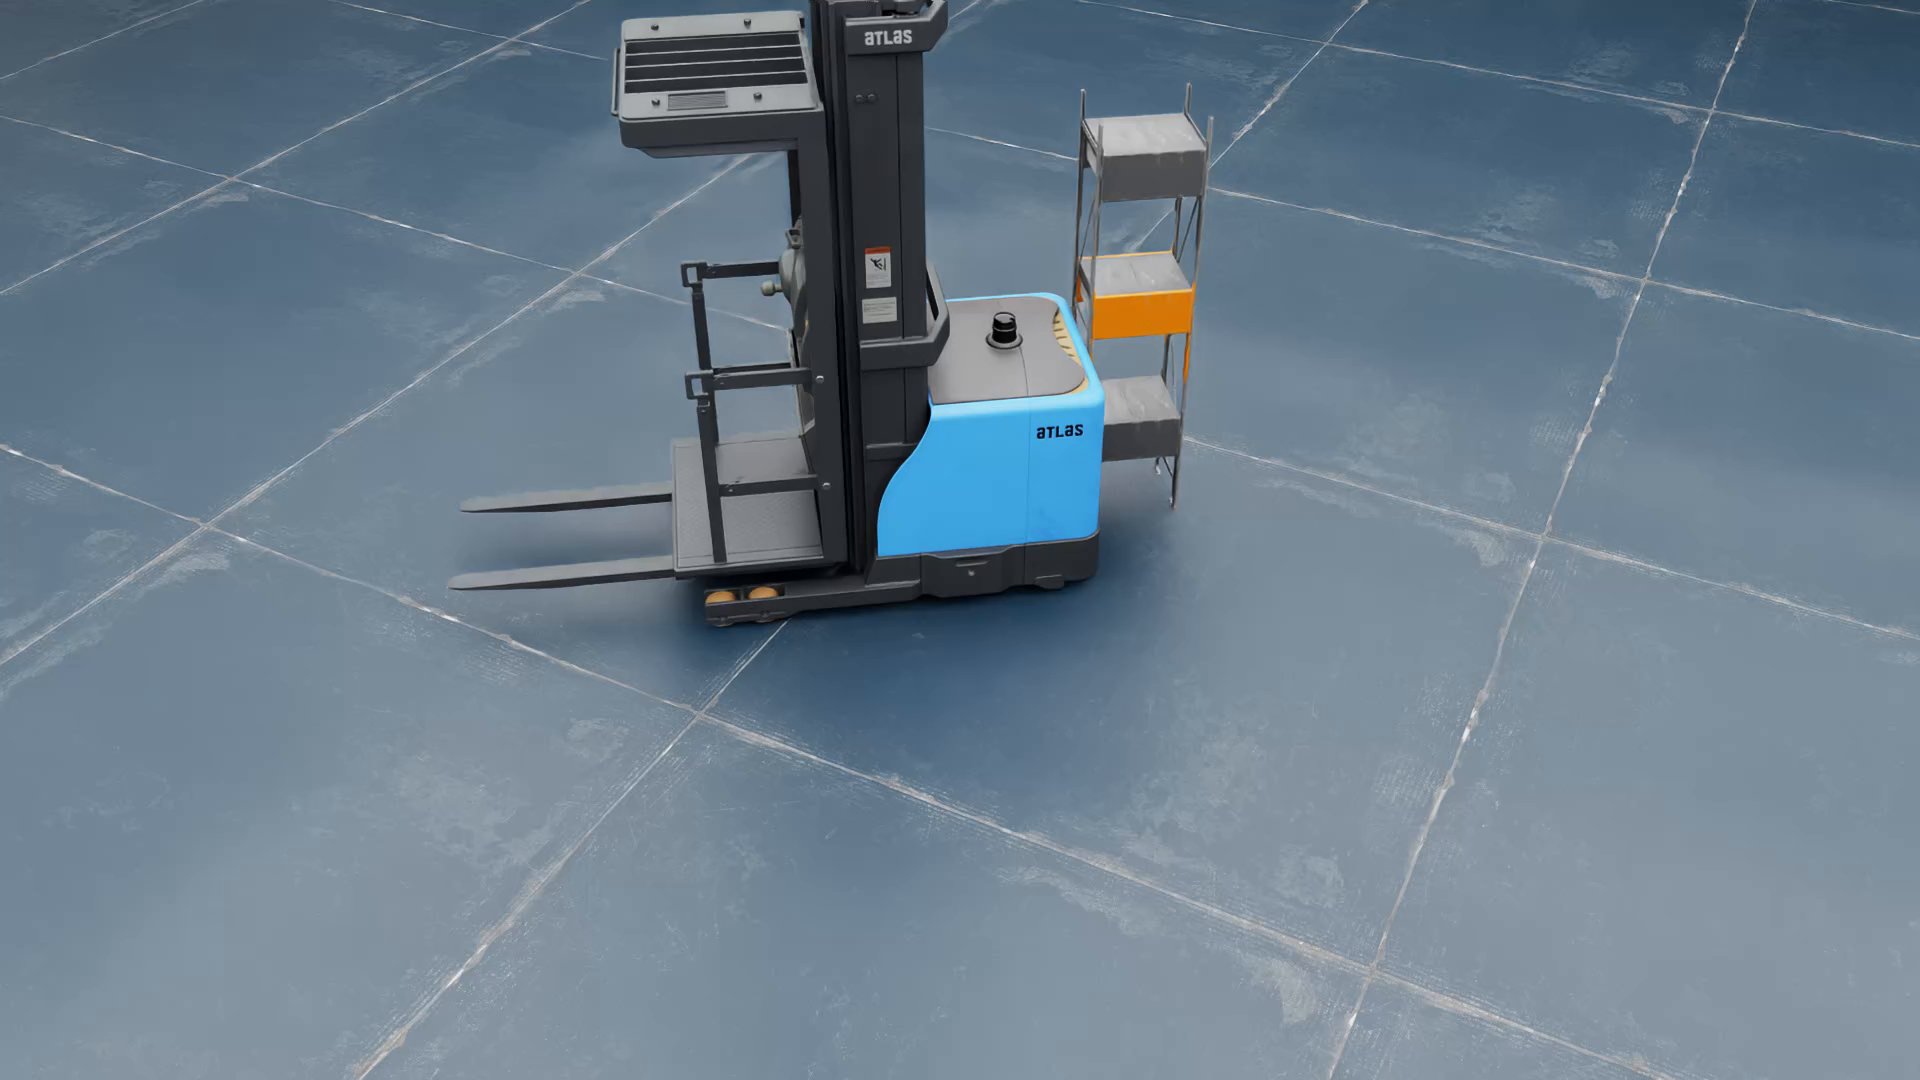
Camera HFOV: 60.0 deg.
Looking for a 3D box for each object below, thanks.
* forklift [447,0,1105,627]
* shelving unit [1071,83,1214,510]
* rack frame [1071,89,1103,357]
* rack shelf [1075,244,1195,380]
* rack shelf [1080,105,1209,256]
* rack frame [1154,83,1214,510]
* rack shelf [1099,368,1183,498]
[{"bbox_3d":[-0.901,-1.108,7.305,3.031,2.935,1.130,-5,38,-7],"label":"forklift"},{"bbox_3d":[0.822,-1.088,7.966,0.503,2.100,0.431,-5,38,-7],"label":"shelving unit"},{"bbox_3d":[0.580,-1.066,7.937,0.015,2.100,0.400,-5,38,-7],"label":"rack frame"},{"bbox_3d":[0.822,-1.077,7.974,0.480,0.518,0.431,-5,38,-7],"label":"rack shelf"},{"bbox_3d":[0.821,-1.634,7.551,0.480,0.518,0.431,-5,38,-7],"label":"rack shelf"},{"bbox_3d":[1.063,-1.110,7.995,0.015,2.100,0.400,-5,38,-7],"label":"rack frame"},{"bbox_3d":[0.822,-0.519,8.397,0.480,0.518,0.431,-5,38,-7],"label":"rack shelf"}]
